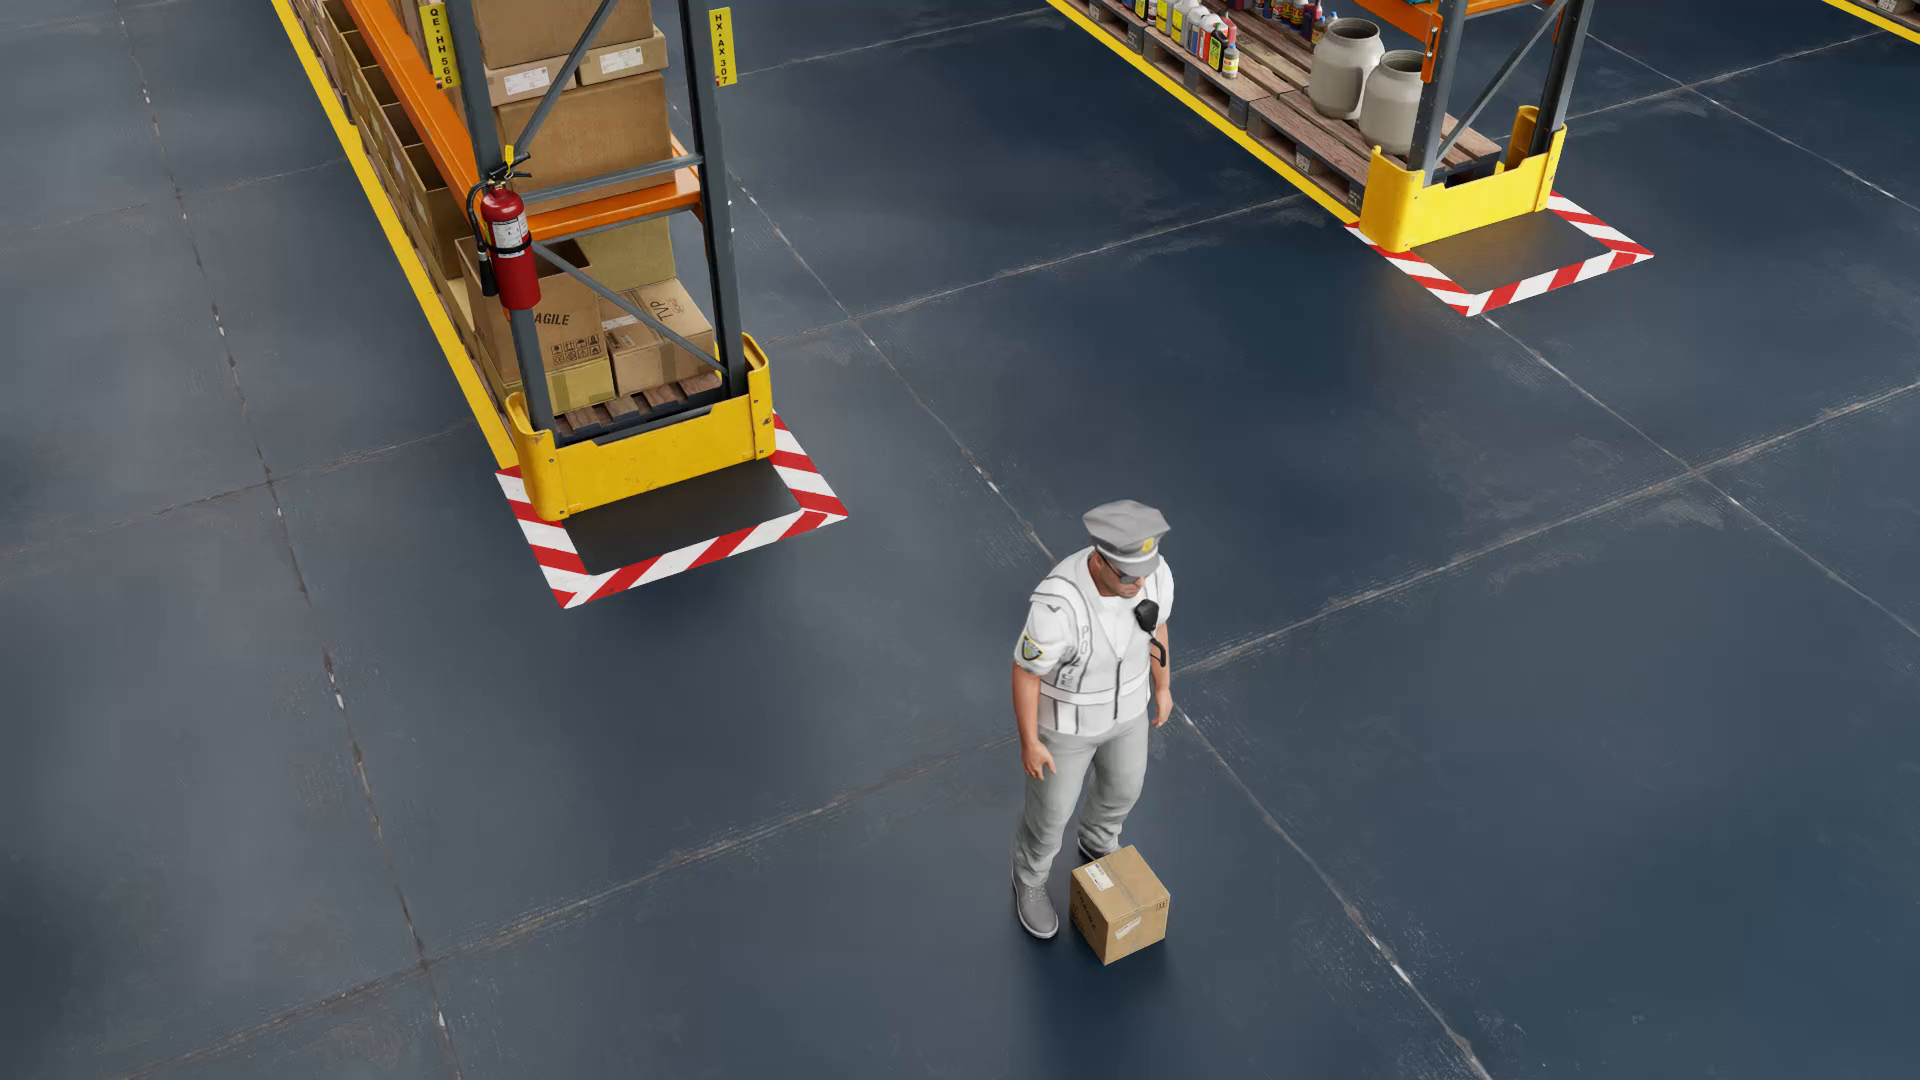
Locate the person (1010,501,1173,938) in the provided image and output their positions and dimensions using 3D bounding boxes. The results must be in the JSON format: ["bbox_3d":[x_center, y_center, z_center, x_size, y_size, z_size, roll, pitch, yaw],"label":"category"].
[{"bbox_3d":[0.427,0.553,5.516,0.597,1.748,0.432,-20,45,-22],"label":"person"}]
